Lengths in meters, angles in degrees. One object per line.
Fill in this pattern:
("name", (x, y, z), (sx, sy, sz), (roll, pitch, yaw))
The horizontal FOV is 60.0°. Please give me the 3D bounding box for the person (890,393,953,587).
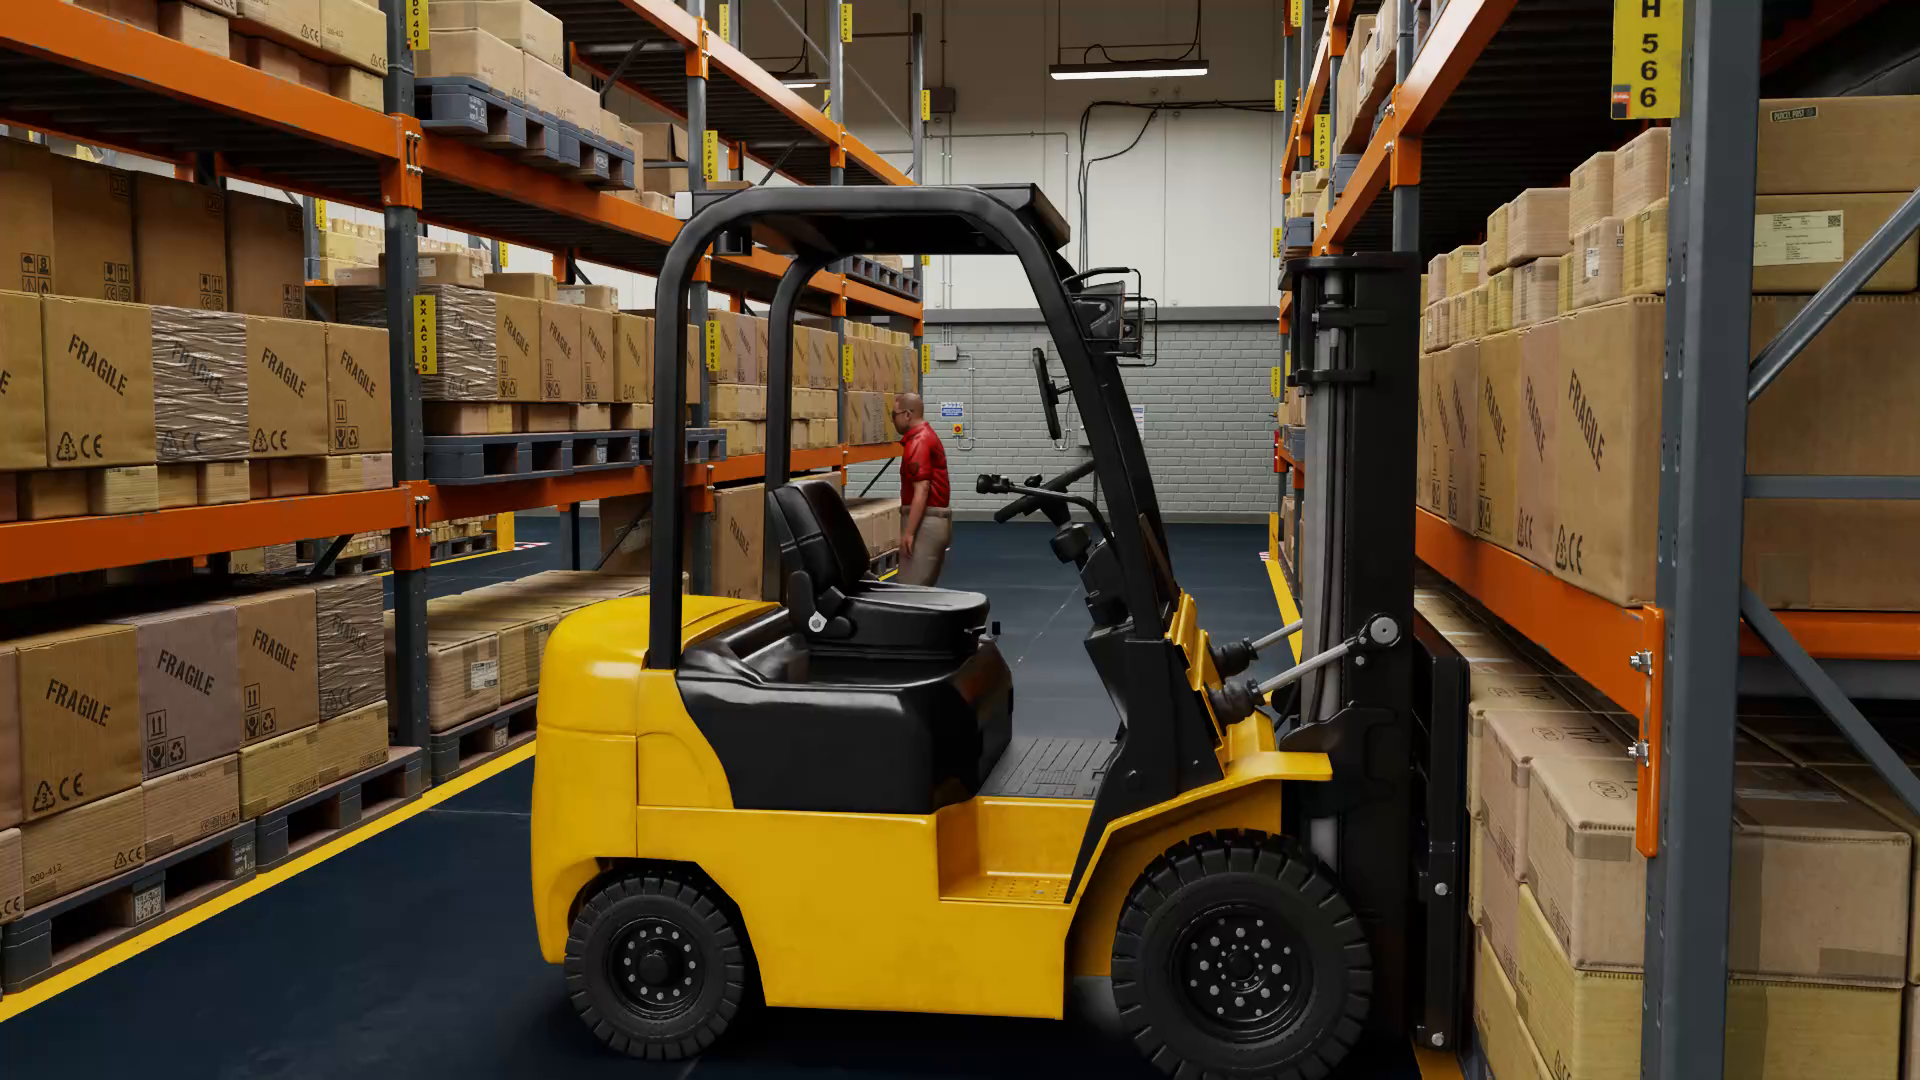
("person", (-0.255, -0.047, 10.333), (0.396, 1.726, 0.585), (1, 4, 9))
